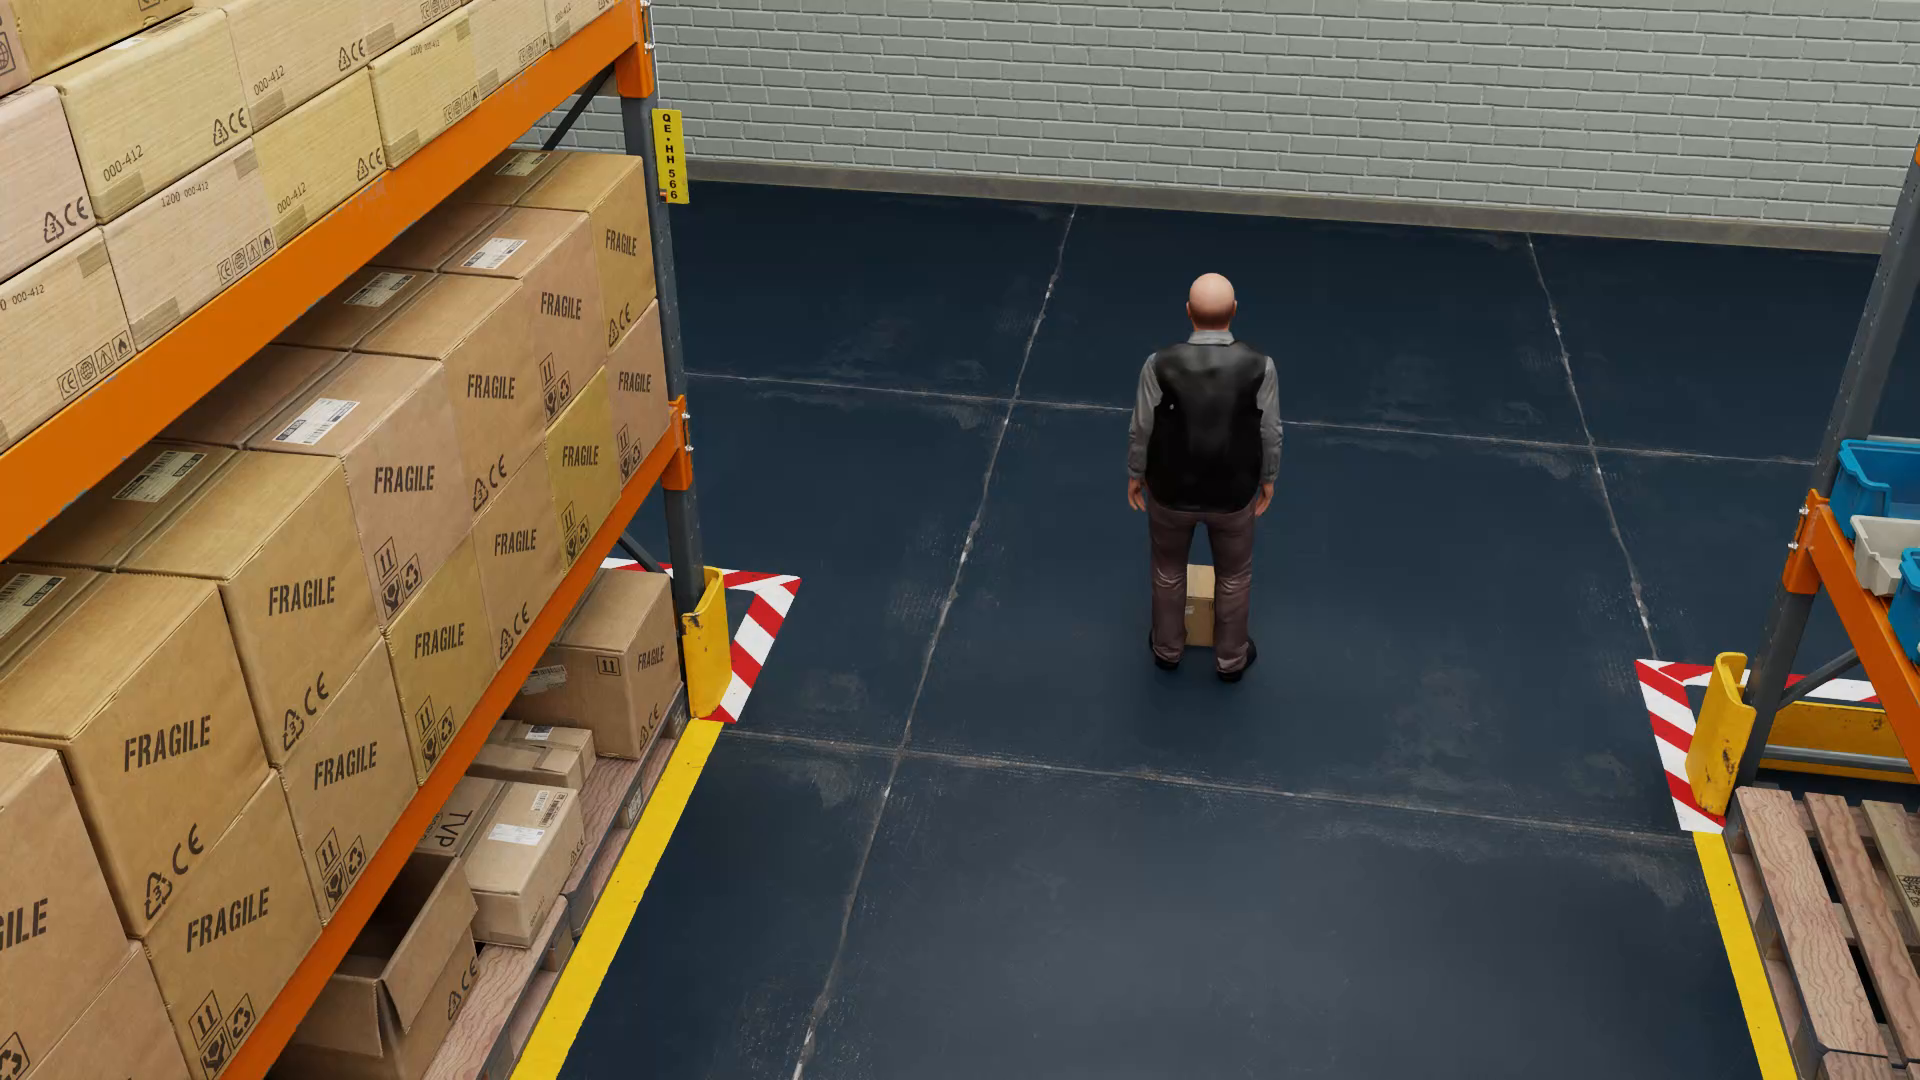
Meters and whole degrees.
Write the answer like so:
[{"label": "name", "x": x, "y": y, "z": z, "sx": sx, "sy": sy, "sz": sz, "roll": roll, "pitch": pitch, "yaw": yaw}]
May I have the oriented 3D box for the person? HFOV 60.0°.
[{"label": "person", "x": 0.943, "y": -0.213, "z": 6.497, "sx": 0.594, "sy": 1.721, "sz": 0.469, "roll": 3, "pitch": 32, "yaw": 6}]
